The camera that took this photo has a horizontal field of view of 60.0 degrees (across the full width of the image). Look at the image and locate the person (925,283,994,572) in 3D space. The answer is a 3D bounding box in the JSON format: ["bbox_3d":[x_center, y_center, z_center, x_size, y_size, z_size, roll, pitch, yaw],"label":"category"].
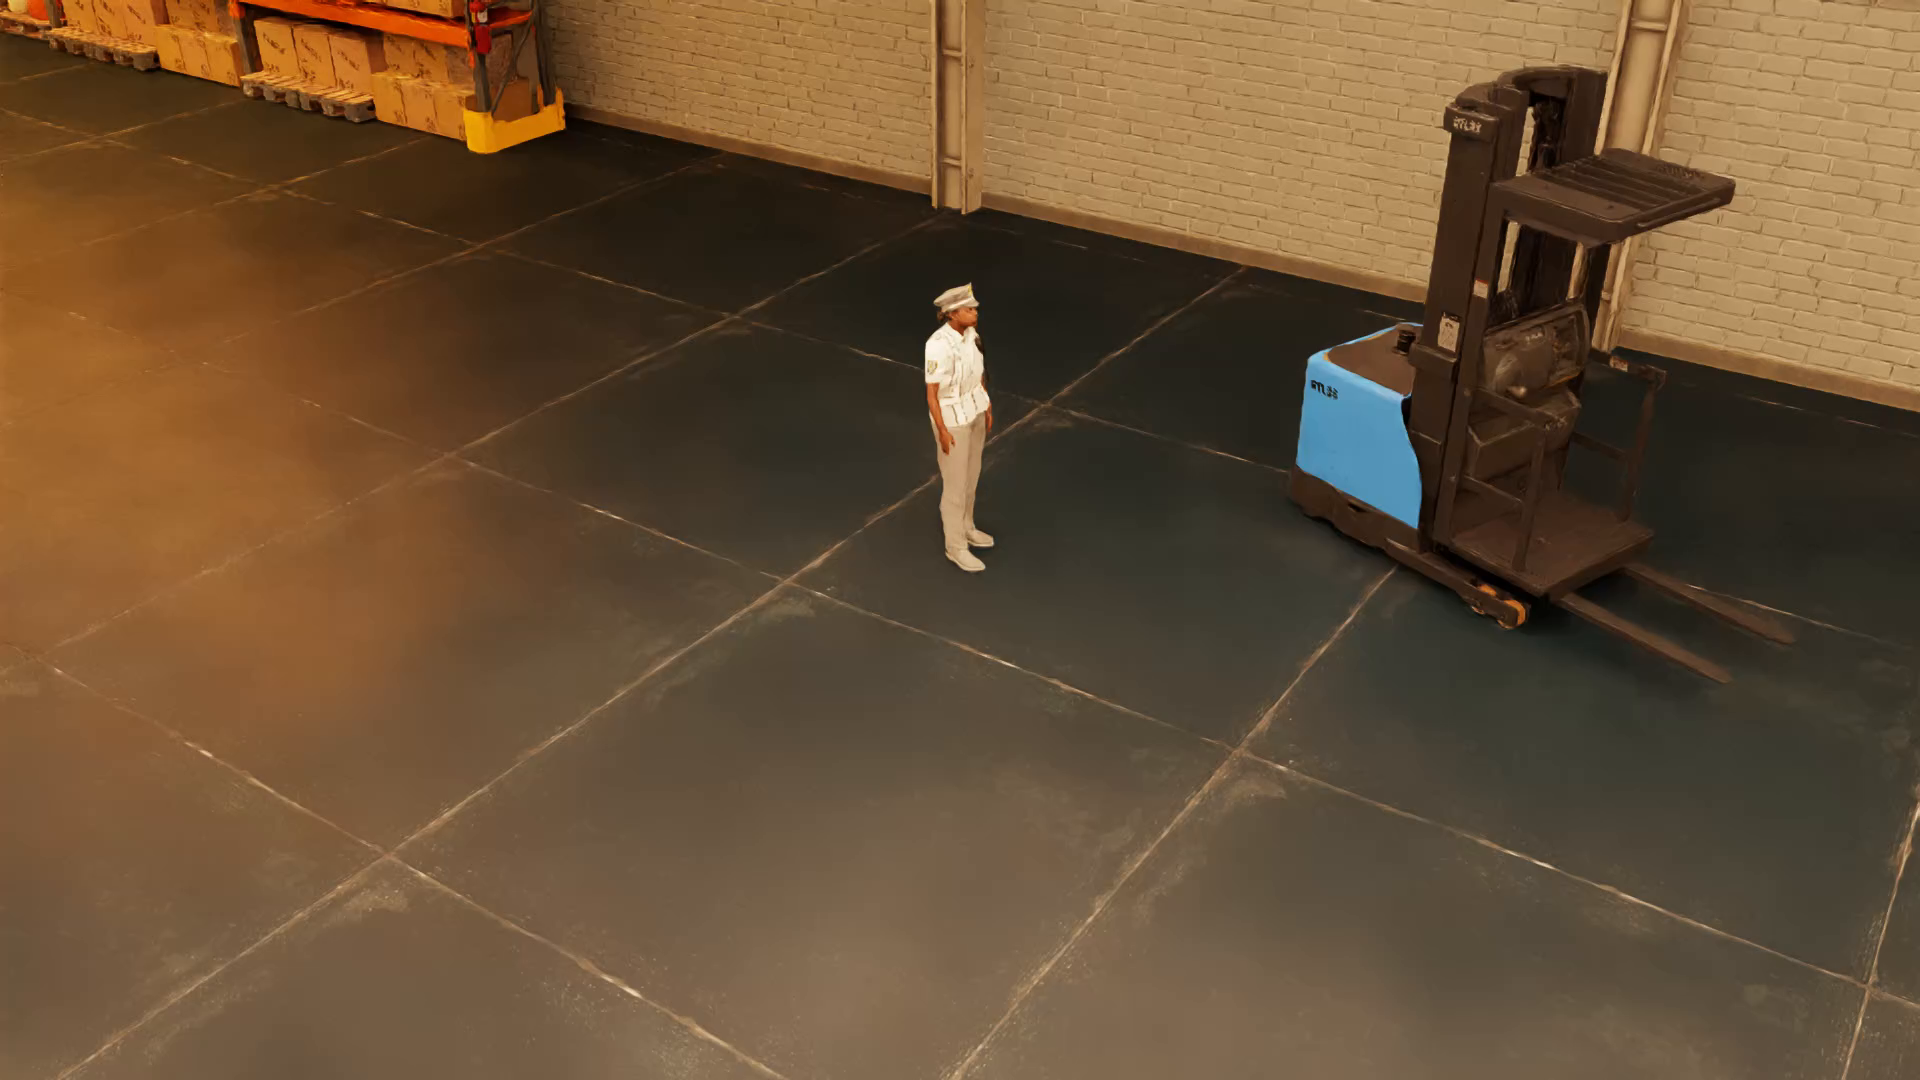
[{"bbox_3d":[0.051,-0.710,10.020,0.529,1.695,0.570,19,35,29],"label":"person"}]

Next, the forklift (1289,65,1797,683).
[{"bbox_3d":[3.422,-1.036,9.365,1.130,2.935,3.031,-20,36,-31],"label":"forklift"}]
